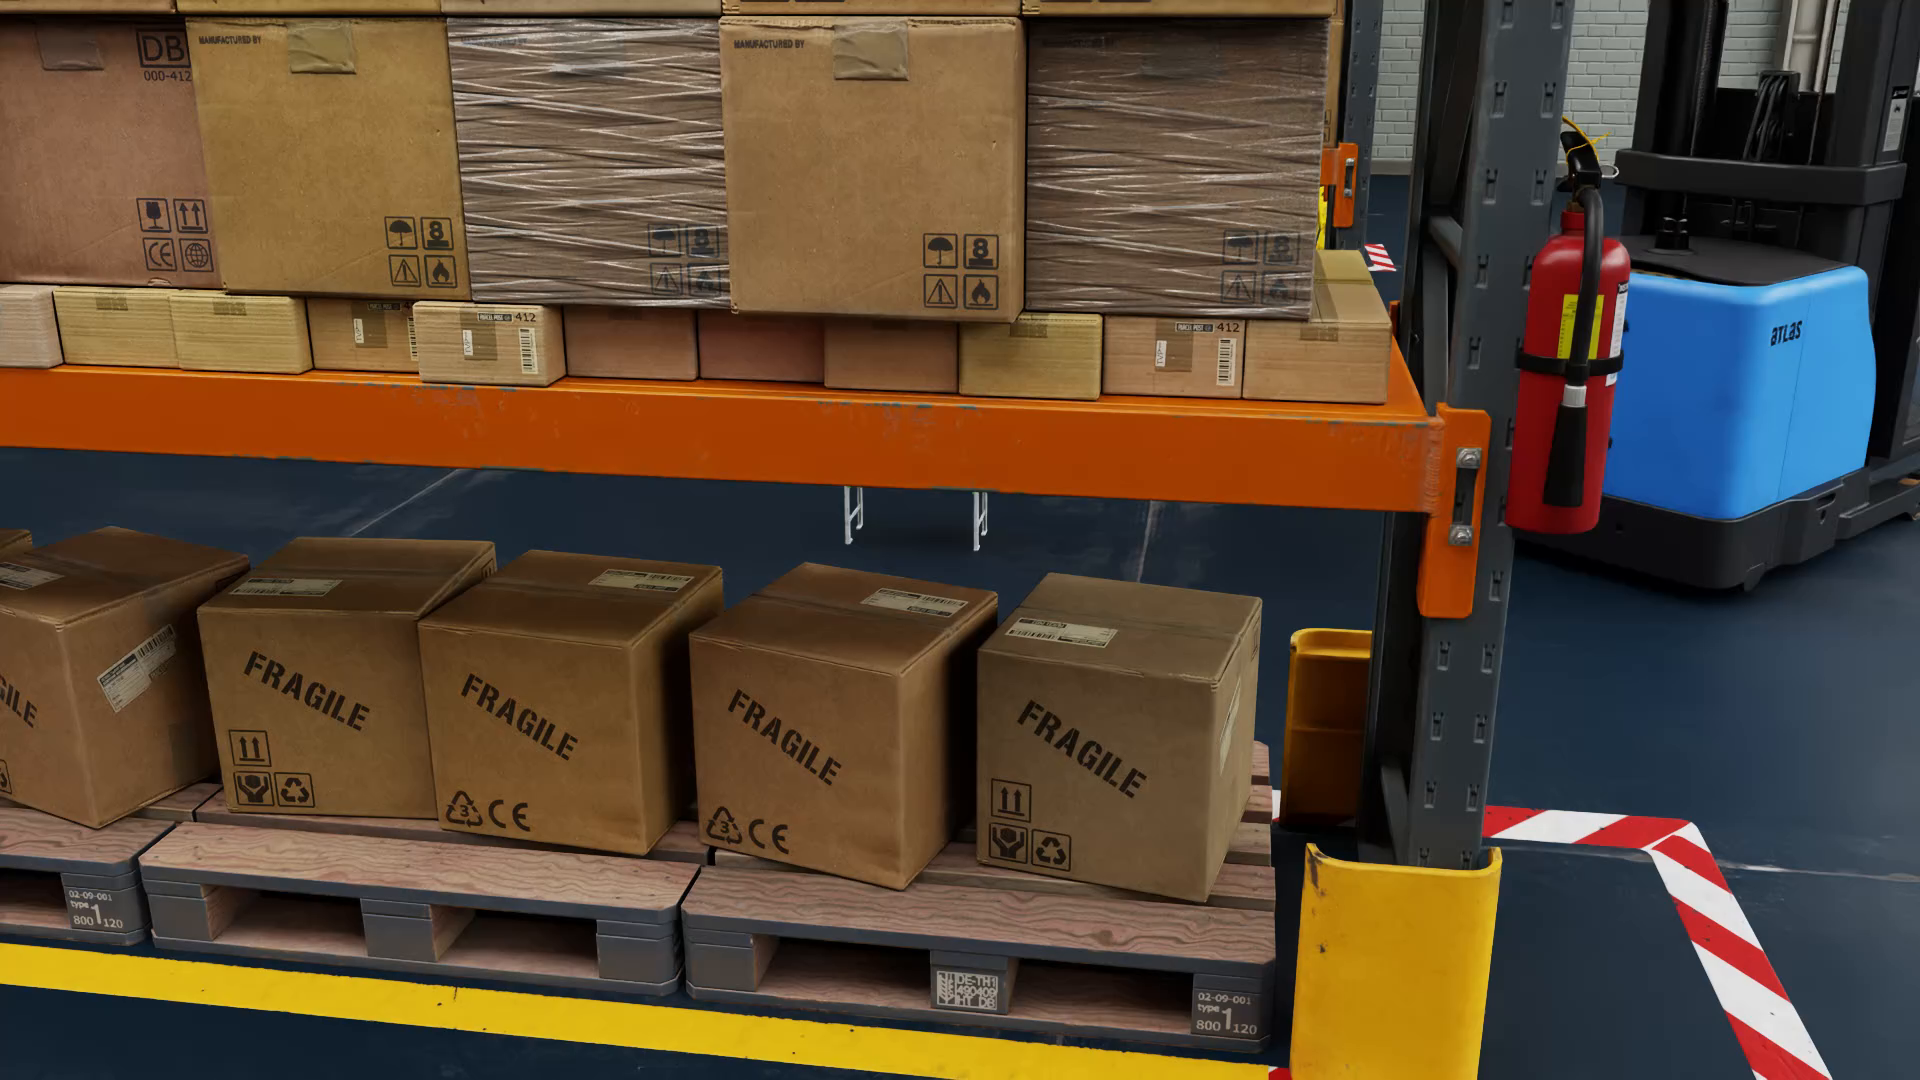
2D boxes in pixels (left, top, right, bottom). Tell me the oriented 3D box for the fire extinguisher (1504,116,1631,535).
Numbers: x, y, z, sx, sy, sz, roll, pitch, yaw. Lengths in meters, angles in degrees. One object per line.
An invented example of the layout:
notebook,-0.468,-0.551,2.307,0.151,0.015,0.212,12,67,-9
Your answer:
fire extinguisher,1.006,-0.352,2.751,0.183,0.674,0.296,3,19,9

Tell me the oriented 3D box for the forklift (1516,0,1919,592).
forklift,3.346,-1.581,6.408,3.031,2.935,1.130,-15,24,-38

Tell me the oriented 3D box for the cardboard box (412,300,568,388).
cardboard box,-0.846,-0.412,3.204,0.250,0.149,0.380,3,19,9

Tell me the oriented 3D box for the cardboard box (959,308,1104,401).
cardboard box,0.150,-0.379,3.104,0.250,0.149,0.380,3,19,9

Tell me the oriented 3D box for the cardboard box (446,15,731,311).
cardboard box,-0.572,-0.790,3.311,0.500,0.500,0.875,3,19,9

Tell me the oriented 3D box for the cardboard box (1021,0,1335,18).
cardboard box,0.384,-1.152,2.817,0.500,0.500,0.500,3,19,9

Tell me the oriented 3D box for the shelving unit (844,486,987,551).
shelving unit,-0.163,-0.577,6.138,0.503,1.200,0.258,3,19,9

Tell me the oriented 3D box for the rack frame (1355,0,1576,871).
rack frame,0.966,-0.539,3.187,0.127,3.000,1.000,3,19,9

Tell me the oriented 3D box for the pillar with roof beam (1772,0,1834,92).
pillar with roof beam,8.018,-6.711,12.178,0.400,9.000,9.100,3,19,9

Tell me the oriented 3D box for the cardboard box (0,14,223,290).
cardboard box,-1.551,-0.857,3.511,0.500,0.500,0.875,3,19,9

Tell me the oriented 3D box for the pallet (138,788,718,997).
pallet,-1.106,0.665,3.982,1.213,0.211,1.003,3,19,9

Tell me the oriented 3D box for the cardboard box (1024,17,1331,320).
cardboard box,0.427,-0.764,3.232,0.500,0.500,0.875,3,19,9

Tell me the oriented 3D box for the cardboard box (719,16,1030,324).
cardboard box,-0.085,-0.751,3.195,0.500,0.500,0.875,3,19,9

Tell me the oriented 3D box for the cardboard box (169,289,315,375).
cardboard box,-1.336,-0.445,3.302,0.250,0.149,0.380,3,19,9

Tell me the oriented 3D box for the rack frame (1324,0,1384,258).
rack frame,1.853,-2.088,7.816,0.127,3.000,1.000,3,19,9

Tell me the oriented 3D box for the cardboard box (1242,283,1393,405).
cardboard box,0.652,-0.370,3.077,0.250,0.149,0.380,3,19,9

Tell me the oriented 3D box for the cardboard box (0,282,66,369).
cardboard box,-1.834,-0.461,3.348,0.250,0.149,0.380,3,19,9

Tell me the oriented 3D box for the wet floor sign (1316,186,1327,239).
wet floor sign,2.556,-2.183,11.809,0.232,0.644,0.267,10,21,27

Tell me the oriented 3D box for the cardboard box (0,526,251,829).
cardboard box,-2.028,0.305,3.942,0.500,0.500,0.500,9,21,26

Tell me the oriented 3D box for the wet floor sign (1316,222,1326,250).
wet floor sign,2.195,-1.590,10.039,0.232,0.644,0.267,0,19,-1

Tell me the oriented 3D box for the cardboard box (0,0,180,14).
cardboard box,-1.592,-1.251,3.112,0.500,0.500,0.500,3,19,9

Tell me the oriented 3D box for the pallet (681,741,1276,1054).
pallet,0.095,0.727,3.796,1.213,0.211,1.003,3,19,9

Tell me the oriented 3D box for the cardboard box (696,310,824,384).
cardboard box,-0.334,-0.422,3.233,0.250,0.149,0.380,3,19,9

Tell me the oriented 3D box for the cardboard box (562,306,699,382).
cardboard box,-0.585,-0.427,3.249,0.250,0.149,0.380,3,19,9

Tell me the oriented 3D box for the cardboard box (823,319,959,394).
cardboard box,-0.094,-0.396,3.156,0.250,0.149,0.380,3,19,9

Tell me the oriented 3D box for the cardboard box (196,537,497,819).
cardboard box,-1.402,0.312,3.922,0.500,0.500,0.500,1,19,4

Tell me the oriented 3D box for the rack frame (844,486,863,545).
rack frame,-0.404,-0.590,6.174,0.015,1.200,0.240,3,19,9

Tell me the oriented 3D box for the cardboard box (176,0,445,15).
cardboard box,-1.096,-1.229,3.047,0.500,0.500,0.500,3,19,9

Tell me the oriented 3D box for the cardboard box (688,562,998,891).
cardboard box,-0.243,0.391,3.685,0.500,0.500,0.500,8,20,23

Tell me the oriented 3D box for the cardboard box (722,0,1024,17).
cardboard box,-0.111,-1.175,2.887,0.500,0.500,0.500,3,19,9

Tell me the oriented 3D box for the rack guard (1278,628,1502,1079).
rack guard,0.891,0.642,3.595,0.348,0.500,1.175,3,19,9

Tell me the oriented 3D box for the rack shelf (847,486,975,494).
rack shelf,-0.163,-0.289,6.234,0.480,0.148,0.258,3,19,9

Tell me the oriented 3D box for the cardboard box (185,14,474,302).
cardboard box,-1.064,-0.819,3.397,0.500,0.500,0.875,3,19,9

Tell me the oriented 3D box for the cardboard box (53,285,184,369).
cardboard box,-1.581,-0.461,3.350,0.250,0.149,0.380,3,19,9

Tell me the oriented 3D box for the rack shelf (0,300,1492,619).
rack shelf,-1.009,-0.299,3.602,4.000,0.370,1.077,3,19,9

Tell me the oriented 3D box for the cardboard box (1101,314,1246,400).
cardboard box,0.405,-0.382,3.115,0.250,0.149,0.380,3,19,9

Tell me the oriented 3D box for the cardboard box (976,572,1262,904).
cardboard box,0.352,0.410,3.627,0.500,0.500,0.500,7,20,19

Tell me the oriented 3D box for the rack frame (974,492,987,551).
rack frame,0.077,-0.565,6.101,0.015,1.200,0.240,3,19,9

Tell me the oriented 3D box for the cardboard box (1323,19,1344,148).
cardboard box,1.479,-2.164,7.806,0.550,0.550,0.875,3,19,9

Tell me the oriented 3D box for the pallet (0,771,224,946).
pallet,-2.315,0.605,4.163,1.213,0.211,1.003,3,19,9

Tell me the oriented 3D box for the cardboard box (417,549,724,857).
cardboard box,-0.858,0.354,3.796,0.500,0.500,0.500,5,19,14

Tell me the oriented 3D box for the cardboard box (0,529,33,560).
cardboard box,-2.595,0.278,4.021,0.500,0.500,0.500,2,19,7

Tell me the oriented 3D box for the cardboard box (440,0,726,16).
cardboard box,-0.604,-1.201,2.964,0.500,0.500,0.500,3,19,9

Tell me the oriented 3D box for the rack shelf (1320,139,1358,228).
rack shelf,-0.122,-1.847,8.231,4.000,0.370,1.077,3,19,9

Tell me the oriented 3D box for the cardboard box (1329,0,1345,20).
cardboard box,1.492,-2.702,7.713,0.550,0.550,0.875,3,19,9

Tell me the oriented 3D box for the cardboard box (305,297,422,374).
cardboard box,-1.081,-0.447,3.306,0.250,0.149,0.380,3,19,9

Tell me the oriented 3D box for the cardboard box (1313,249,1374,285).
cardboard box,0.723,-0.509,3.493,0.250,0.149,0.380,3,19,9
